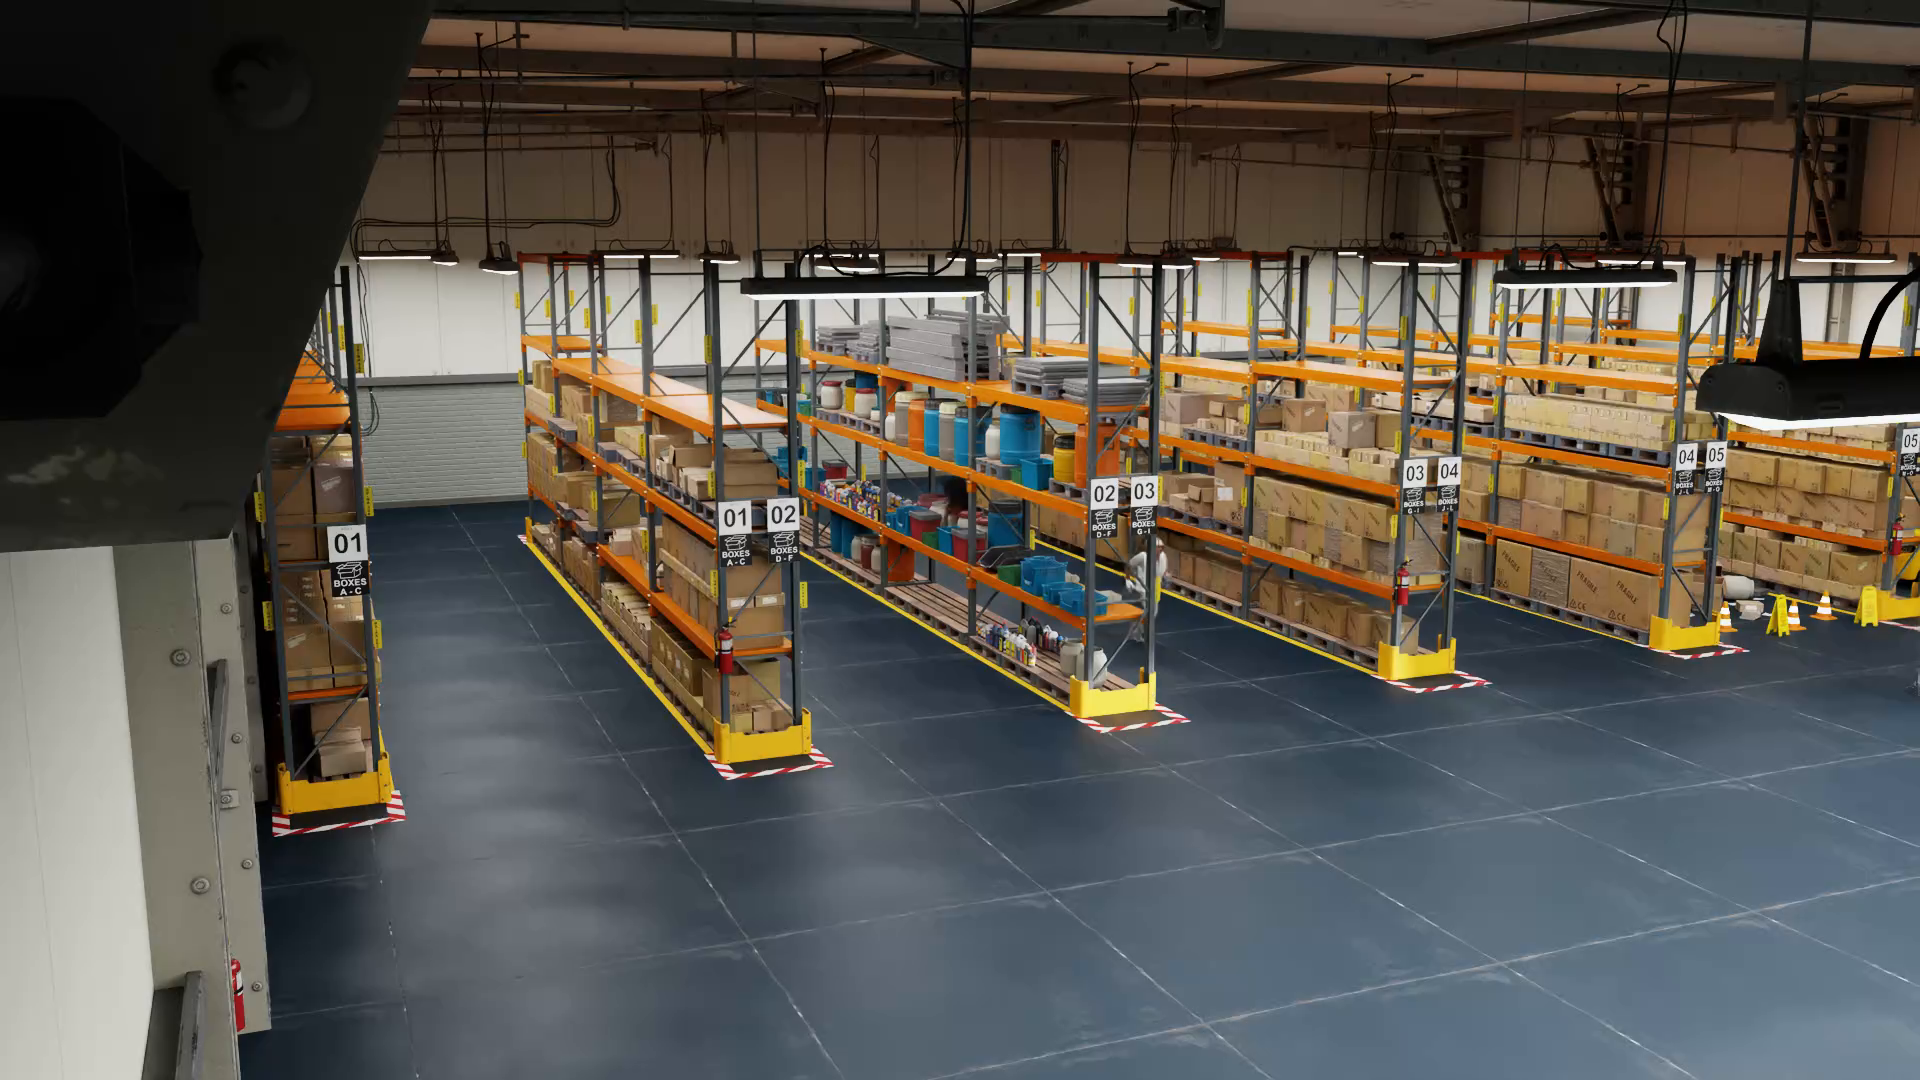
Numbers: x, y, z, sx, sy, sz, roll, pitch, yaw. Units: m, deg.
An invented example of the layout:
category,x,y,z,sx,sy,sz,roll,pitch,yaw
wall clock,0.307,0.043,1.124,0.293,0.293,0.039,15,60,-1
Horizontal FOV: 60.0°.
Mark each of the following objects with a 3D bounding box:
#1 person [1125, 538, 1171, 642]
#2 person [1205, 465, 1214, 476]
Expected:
category,x,y,z,sx,sy,sz,roll,pitch,yaw
person,2.969,0.785,25.878,0.639,1.696,0.730,-8,13,-36
person,6.591,-2.259,42.739,0.683,1.684,0.547,-9,14,-40
